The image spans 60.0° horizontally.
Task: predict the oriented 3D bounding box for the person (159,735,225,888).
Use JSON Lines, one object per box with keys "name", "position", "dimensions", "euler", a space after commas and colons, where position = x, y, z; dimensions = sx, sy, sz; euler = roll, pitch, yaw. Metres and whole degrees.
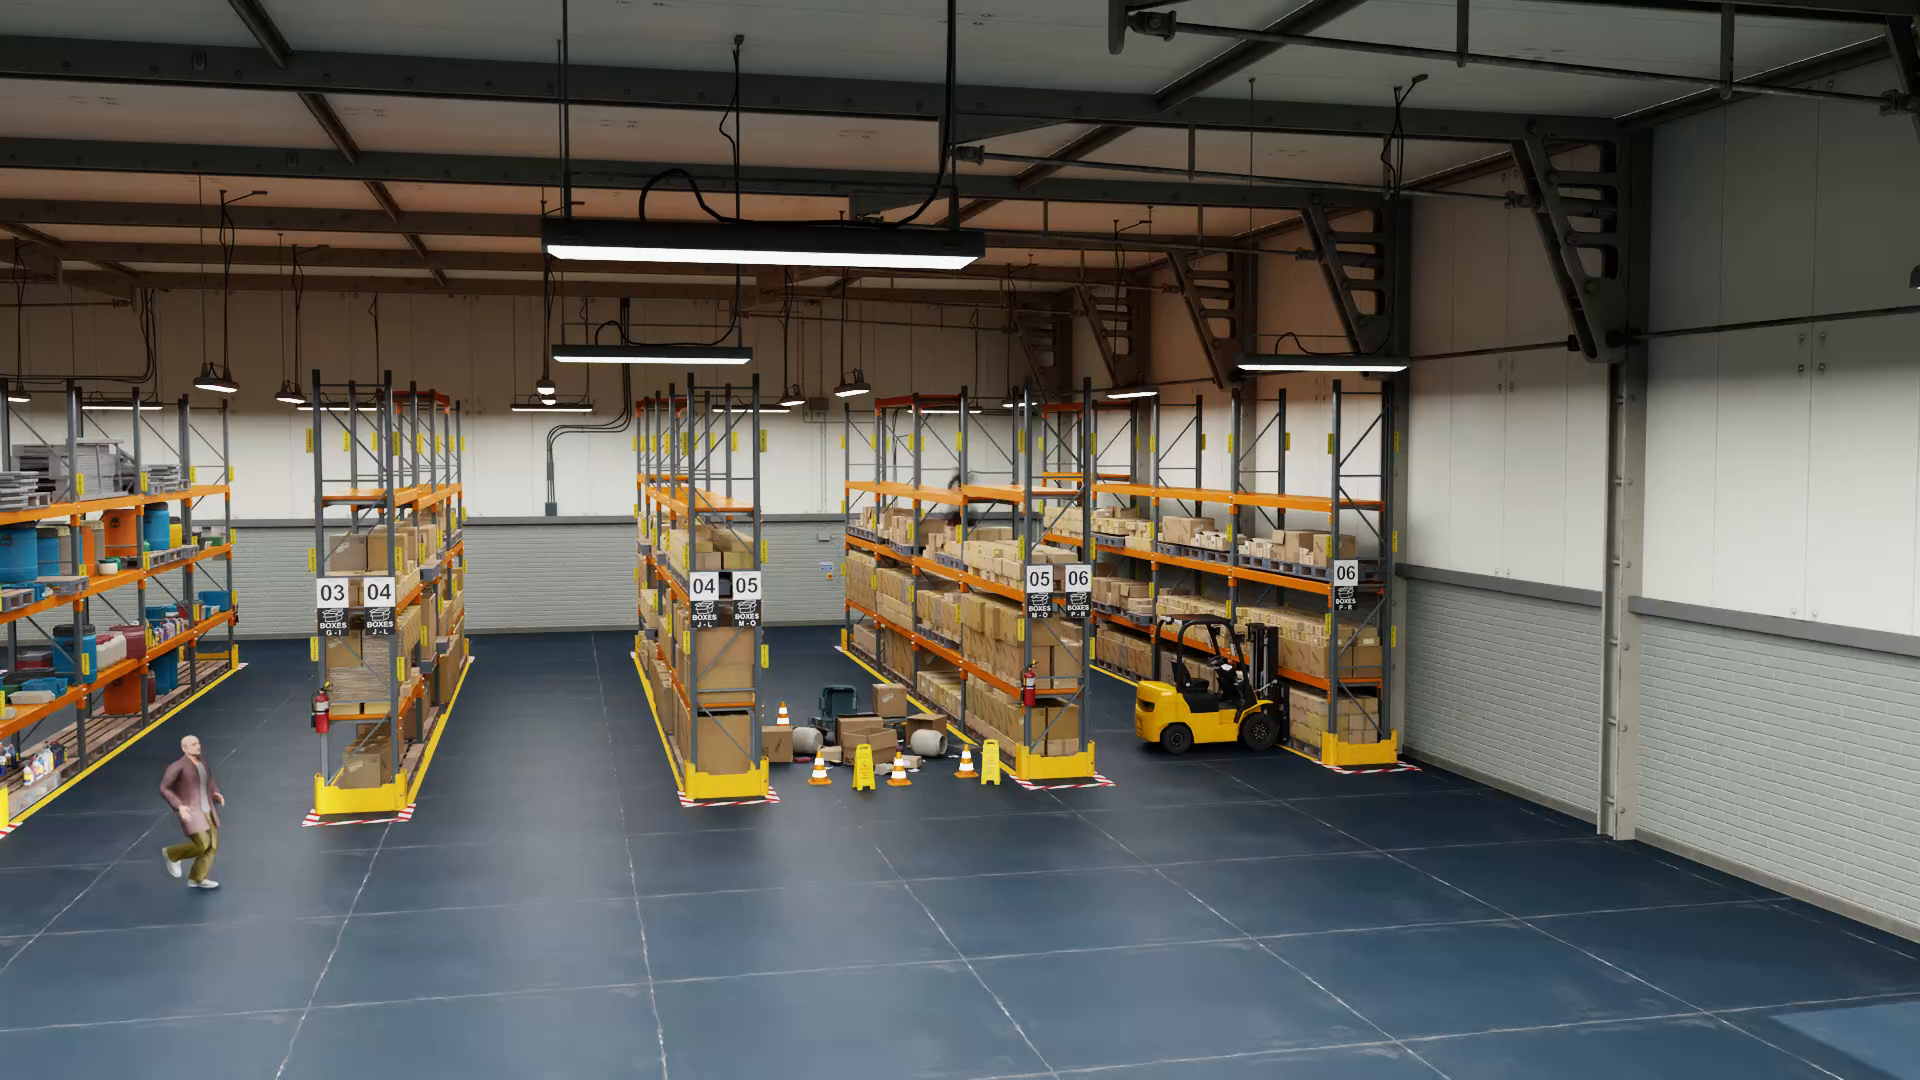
{"name": "person", "position": [-8.664, 3.061, 18.772], "dimensions": [0.631, 1.726, 0.726], "euler": [1, 3, 17]}
